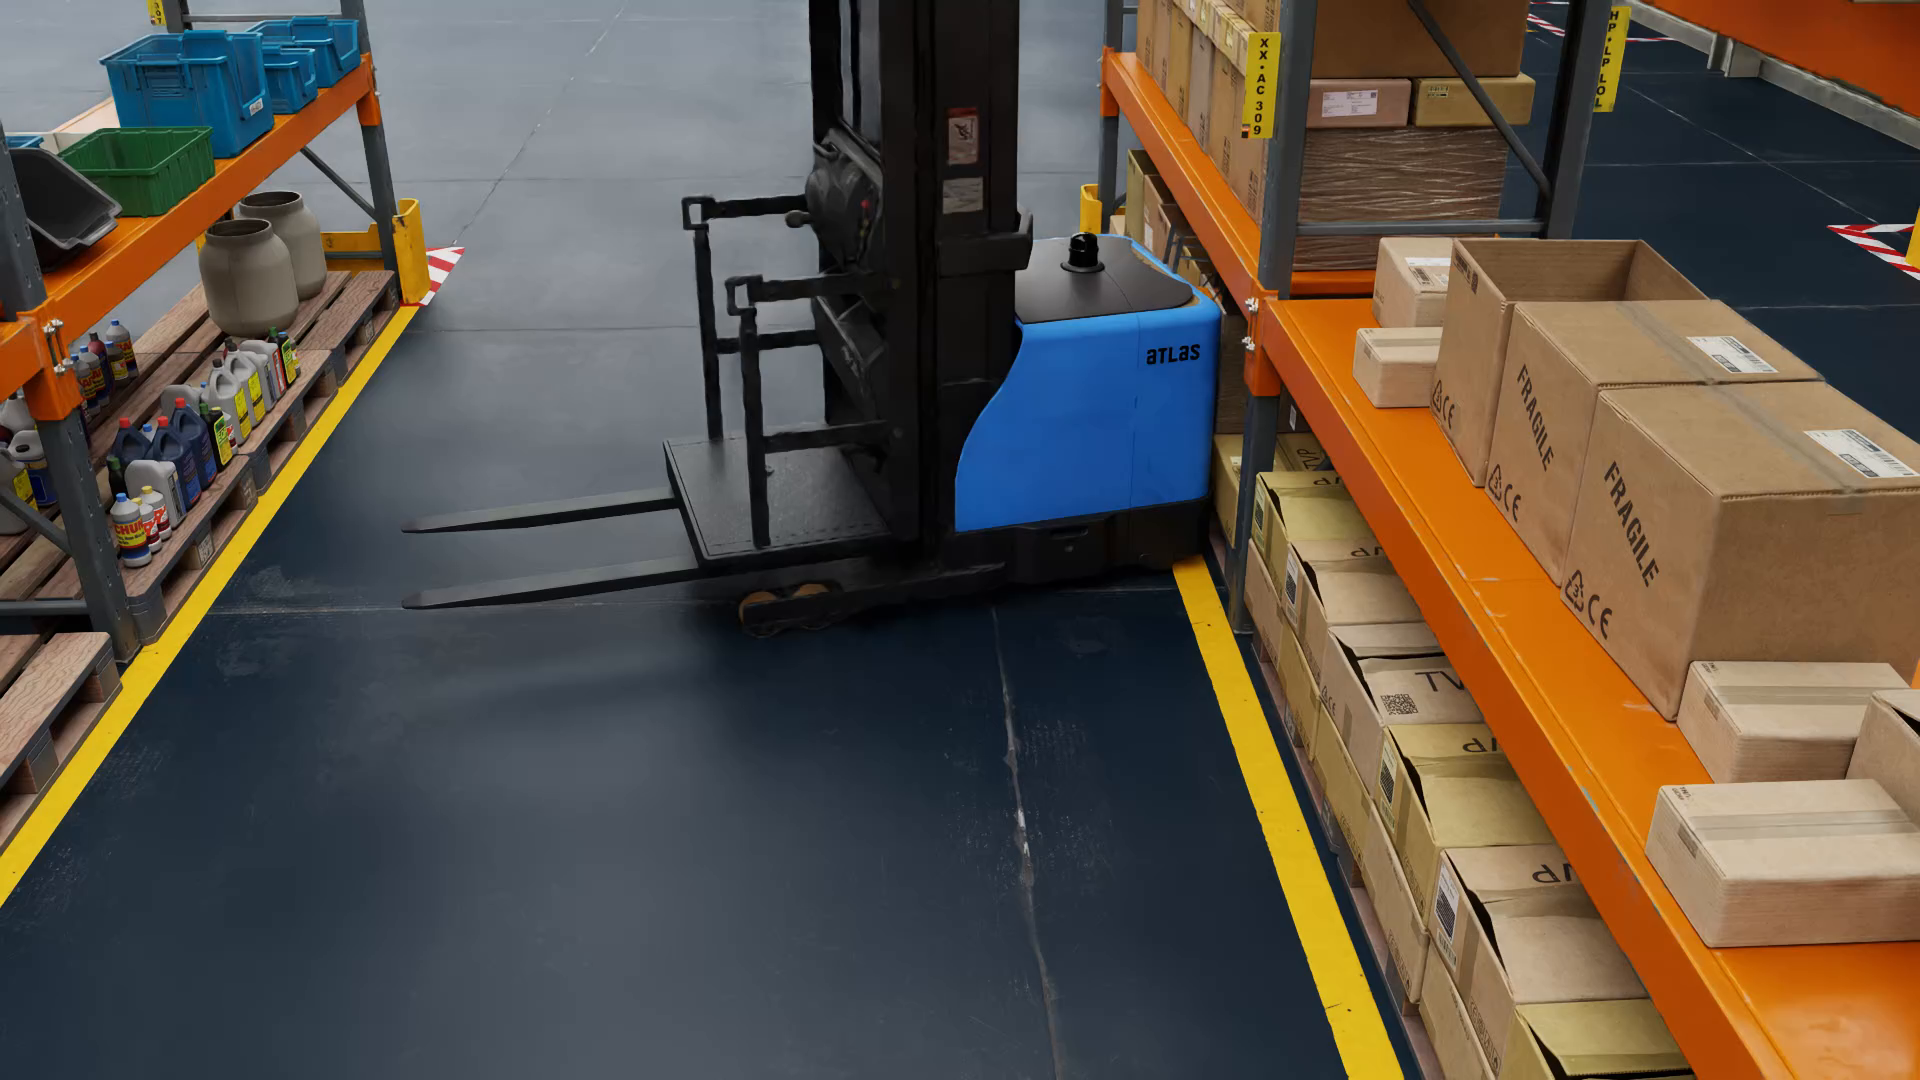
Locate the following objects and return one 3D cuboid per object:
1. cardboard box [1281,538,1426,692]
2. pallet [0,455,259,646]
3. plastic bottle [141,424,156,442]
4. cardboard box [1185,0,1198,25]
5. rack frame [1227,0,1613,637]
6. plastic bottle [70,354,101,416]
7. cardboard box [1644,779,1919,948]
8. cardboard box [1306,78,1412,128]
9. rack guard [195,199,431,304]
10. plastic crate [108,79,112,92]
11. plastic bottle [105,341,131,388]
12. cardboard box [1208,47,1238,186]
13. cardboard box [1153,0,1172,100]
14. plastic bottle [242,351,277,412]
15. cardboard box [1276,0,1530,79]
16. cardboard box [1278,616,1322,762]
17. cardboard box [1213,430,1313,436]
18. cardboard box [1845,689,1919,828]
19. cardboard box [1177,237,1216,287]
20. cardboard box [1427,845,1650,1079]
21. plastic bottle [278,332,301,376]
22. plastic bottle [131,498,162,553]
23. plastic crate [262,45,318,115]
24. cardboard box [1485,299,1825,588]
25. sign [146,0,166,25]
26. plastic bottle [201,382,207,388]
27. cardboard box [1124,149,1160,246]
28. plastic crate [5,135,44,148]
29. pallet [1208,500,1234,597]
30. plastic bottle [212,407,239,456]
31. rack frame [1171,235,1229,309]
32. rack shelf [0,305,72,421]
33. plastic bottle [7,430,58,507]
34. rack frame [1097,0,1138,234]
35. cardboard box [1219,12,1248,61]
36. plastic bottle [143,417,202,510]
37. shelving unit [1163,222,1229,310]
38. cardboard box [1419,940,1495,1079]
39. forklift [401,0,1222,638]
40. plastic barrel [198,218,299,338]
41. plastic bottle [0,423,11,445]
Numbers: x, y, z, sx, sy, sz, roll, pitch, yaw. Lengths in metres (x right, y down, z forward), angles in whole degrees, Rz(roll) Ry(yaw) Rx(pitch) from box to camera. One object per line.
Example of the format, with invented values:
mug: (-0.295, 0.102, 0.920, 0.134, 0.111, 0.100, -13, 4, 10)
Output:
cardboard box: (1.291, 0.195, 5.046, 0.500, 0.311, 0.500, -2, 28, -3)
pallet: (-3.443, 0.025, 6.473, 1.003, 0.211, 1.213, -1, 28, -3)
plastic bottle: (-3.206, -0.332, 6.618, 0.097, 0.271, 0.097, 0, 28, 0)
cardboard box: (1.173, -2.301, 7.108, 0.380, 0.149, 0.250, -1, 28, -2)
rack frame: (1.497, -1.018, 5.458, 1.000, 3.000, 0.127, -1, 28, -3)
plastic bottle: (-3.852, -0.683, 7.291, 0.097, 0.271, 0.097, 0, 28, 0)
cardboard box: (1.383, 0.532, 2.758, 0.380, 0.149, 0.250, -1, 28, -3)
cardboard box: (1.269, -1.470, 5.516, 0.380, 0.149, 0.250, -1, 28, -3)
rack guard: (-3.608, -1.605, 9.287, 1.175, 0.500, 0.348, -1, 28, -3)
plastic crate: (-3.933, -2.209, 8.027, 0.298, 0.136, 0.250, -1, 28, -3)
plastic bottle: (-3.870, -0.809, 7.607, 0.097, 0.201, 0.097, 0, 28, 0)
cardboard box: (1.411, -1.742, 6.738, 0.700, 0.500, 0.500, -1, 28, -2)
cardboard box: (1.332, -2.451, 8.098, 0.700, 0.500, 0.500, -1, 28, -1)
plastic bottle: (-3.132, -0.716, 7.349, 0.152, 0.276, 0.135, -2, 28, -4)
cardboard box: (1.467, -1.842, 5.527, 0.700, 0.500, 0.500, -1, 28, -2)
cardboard box: (1.296, 0.443, 5.175, 0.500, 0.250, 0.500, -1, 28, -1)
cardboard box: (1.238, -0.425, 6.840, 0.500, 0.250, 0.500, -1, 28, -3)
cardboard box: (1.852, 0.451, 2.738, 0.500, 0.311, 0.500, -2, 28, -3)
cardboard box: (1.210, -0.988, 7.109, 0.500, 0.500, 0.500, -1, 28, -3)
cardboard box: (1.375, 0.905, 3.684, 0.500, 0.311, 0.500, -2, 28, -3)
plastic bottle: (-3.125, -0.864, 7.713, 0.097, 0.201, 0.097, 0, 28, 0)
plastic bottle: (-3.034, -0.059, 6.170, 0.097, 0.201, 0.097, 0, 28, 0)
plastic crate: (-3.306, -2.157, 7.803, 0.499, 0.251, 0.408, -1, 28, -3)
cardboard box: (1.574, -0.232, 3.844, 0.500, 0.500, 0.500, -1, 28, -3)
sign: (-4.208, -2.859, 8.688, 0.100, 0.325, 0.005, -1, 28, -3)
plastic bottle: (-3.238, -0.583, 7.175, 0.097, 0.201, 0.097, 0, 28, 0)
cardboard box: (1.122, -1.681, 8.437, 0.500, 0.500, 0.500, -1, 28, -3)
plastic crate: (-3.779, -1.339, 6.234, 0.499, 0.251, 0.616, -1, 28, -3)
pallet: (1.497, -0.150, 6.809, 1.003, 0.211, 1.213, -1, 28, -3)
plastic bottle: (-3.079, -0.456, 6.930, 0.097, 0.201, 0.097, 0, 28, 0)
rack frame: (0.862, -0.615, 6.609, 0.240, 1.200, 0.006, 7, 26, -7)
rack shelf: (-3.346, 0.343, 3.627, 1.077, 0.370, 4.000, -1, 28, -3)
plastic bottle: (-3.635, -0.282, 6.516, 0.152, 0.276, 0.135, -1, 28, -3)
rack frame: (1.288, -2.865, 9.000, 1.000, 3.000, 0.127, -1, 28, -3)
cardboard box: (1.217, -1.940, 6.417, 0.380, 0.149, 0.250, -2, 28, -3)
plastic bottle: (-3.078, -0.303, 6.477, 0.144, 0.351, 0.185, -1, 28, -1)
shelving unit: (0.857, -0.656, 6.691, 0.258, 1.200, 0.189, 7, 26, -7)
cardboard box: (1.381, 1.155, 3.811, 0.500, 0.250, 0.500, -1, 28, -1)
forklift: (-0.598, -1.216, 5.912, 3.031, 2.935, 1.130, -8, 29, -15)
plastic barrel: (-3.522, -1.297, 8.229, 0.421, 0.512, 0.421, 0, 28, 0)
plastic bottle: (-3.832, -0.344, 6.627, 0.061, 0.283, 0.133, 0, 28, 1)
